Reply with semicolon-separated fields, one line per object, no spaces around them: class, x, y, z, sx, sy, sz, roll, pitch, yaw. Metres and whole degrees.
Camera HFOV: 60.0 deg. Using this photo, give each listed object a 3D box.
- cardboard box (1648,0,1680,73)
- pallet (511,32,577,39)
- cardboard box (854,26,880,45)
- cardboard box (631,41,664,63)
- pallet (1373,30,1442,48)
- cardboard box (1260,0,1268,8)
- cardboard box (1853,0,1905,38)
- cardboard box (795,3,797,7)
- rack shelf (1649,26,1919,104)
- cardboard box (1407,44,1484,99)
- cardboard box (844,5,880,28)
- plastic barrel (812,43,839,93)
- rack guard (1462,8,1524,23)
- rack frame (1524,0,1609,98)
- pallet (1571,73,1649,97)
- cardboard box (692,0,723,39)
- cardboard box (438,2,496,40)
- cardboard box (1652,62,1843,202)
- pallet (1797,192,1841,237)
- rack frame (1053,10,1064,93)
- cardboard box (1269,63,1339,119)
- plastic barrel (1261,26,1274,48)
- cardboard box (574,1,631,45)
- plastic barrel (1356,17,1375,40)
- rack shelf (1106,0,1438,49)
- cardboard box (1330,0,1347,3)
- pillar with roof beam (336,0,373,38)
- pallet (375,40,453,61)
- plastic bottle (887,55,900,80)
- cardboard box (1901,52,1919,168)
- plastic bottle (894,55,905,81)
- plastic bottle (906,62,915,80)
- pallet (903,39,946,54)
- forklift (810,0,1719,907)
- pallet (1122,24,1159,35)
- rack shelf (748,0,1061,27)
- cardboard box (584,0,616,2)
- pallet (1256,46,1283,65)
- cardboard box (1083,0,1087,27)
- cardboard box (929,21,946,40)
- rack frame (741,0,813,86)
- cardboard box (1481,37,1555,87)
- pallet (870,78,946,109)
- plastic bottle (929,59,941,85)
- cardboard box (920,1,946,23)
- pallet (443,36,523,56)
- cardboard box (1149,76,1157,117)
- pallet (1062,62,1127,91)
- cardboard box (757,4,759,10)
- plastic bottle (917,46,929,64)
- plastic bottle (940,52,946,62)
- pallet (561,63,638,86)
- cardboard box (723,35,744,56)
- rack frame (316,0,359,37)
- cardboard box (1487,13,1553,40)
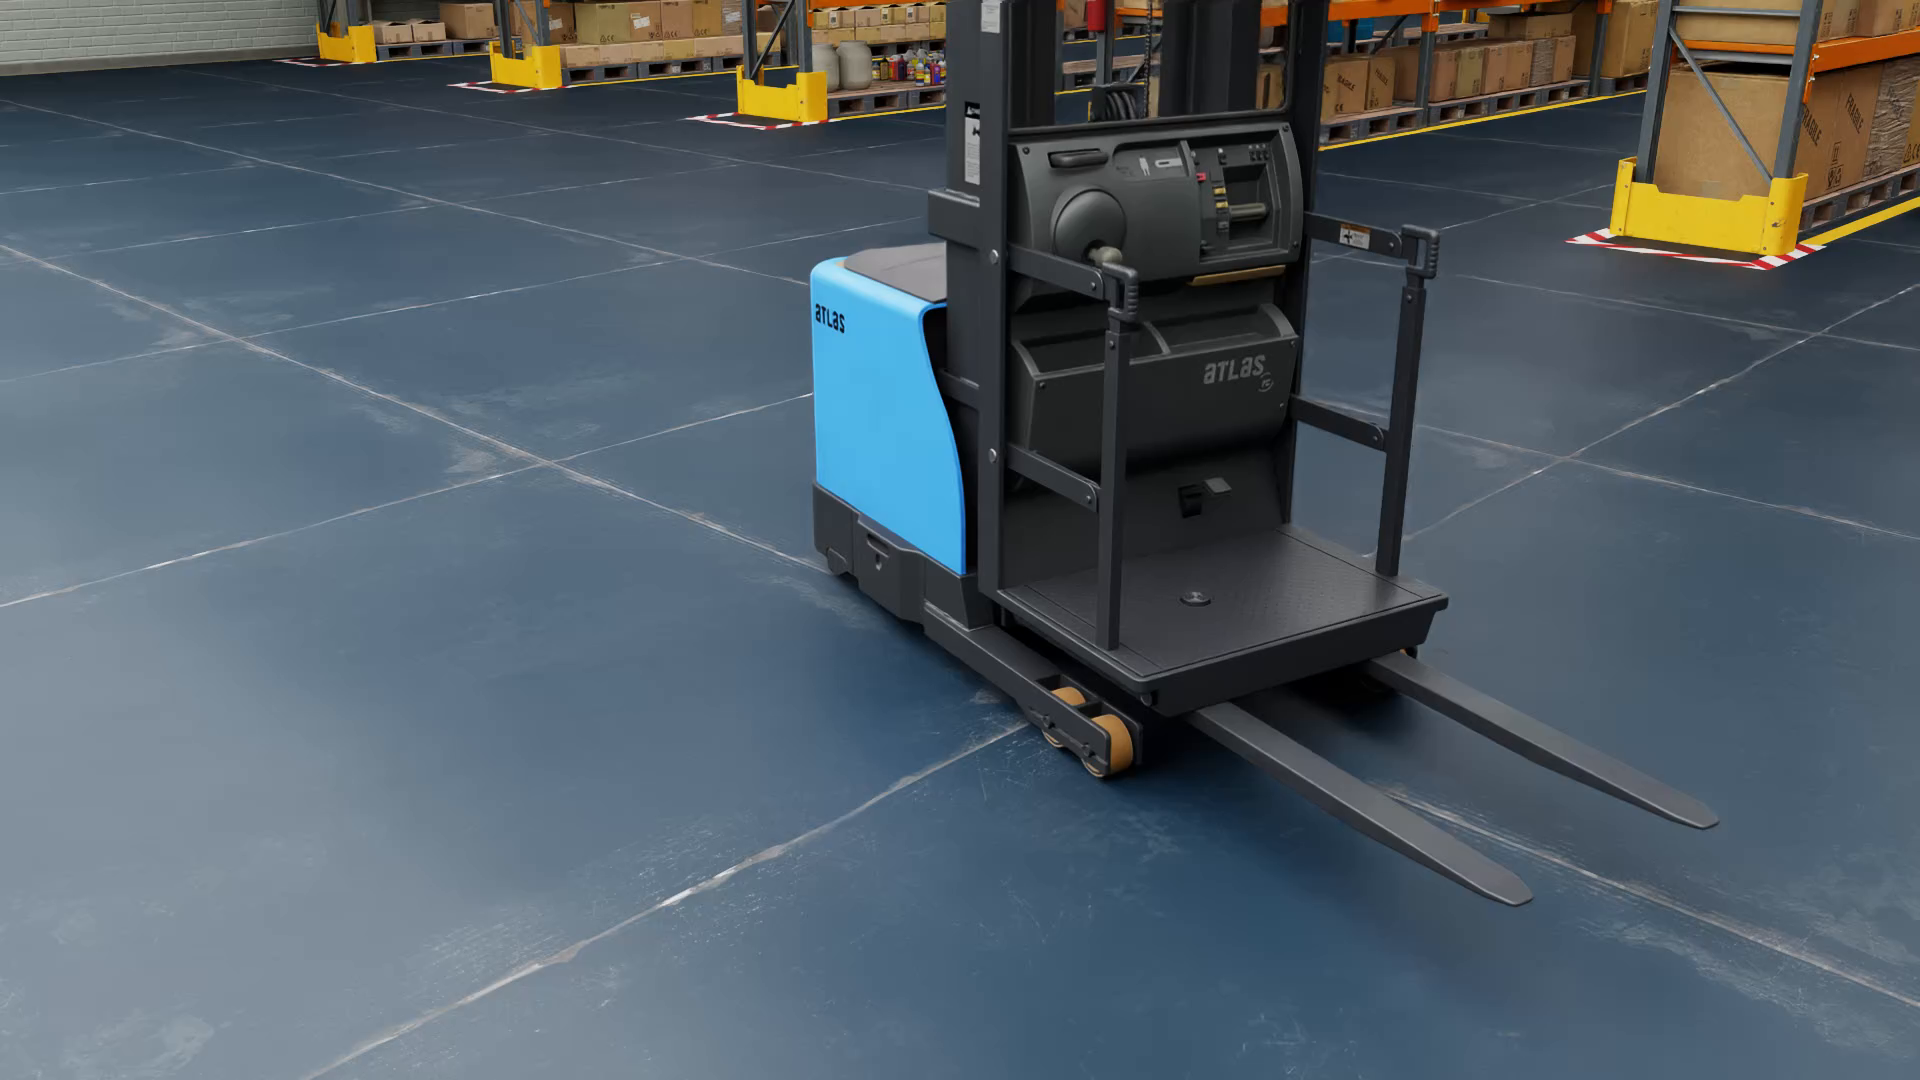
cardboard box;8.309;-6.382;20.874;1.225;0.875;0.875;19;28;41
pallet;-6.695;-7.986;26.558;1.003;0.211;1.213;19;28;41
cardboard box;-1.524;-7.450;24.523;0.500;0.250;0.500;18;28;39
cardboard box;-4.261;-6.455;21.935;0.500;0.250;0.500;19;28;41
pallet;6.913;-7.943;26.447;1.003;0.211;1.213;19;28;41
cardboard box;2.507;-4.808;14.752;0.380;0.149;0.250;19;28;41
cardboard box;6.163;-3.891;11.807;0.875;0.550;0.550;19;28;41
cardboard box;-2.264;-7.716;24.434;0.500;0.311;0.500;-19;28;-41
rack shelf;6.483;-3.633;12.348;1.077;0.370;4.000;19;28;41
cardboard box;5.185;-5.059;17.927;0.700;0.500;0.500;19;28;40
cardboard box;-1.520;-7.709;24.417;0.500;0.311;0.500;18;27;39
plastic barrel;-1.539;-5.185;18.265;0.421;0.512;0.421;0;21;0
rack guard;9.225;-8.917;28.577;1.175;0.500;0.348;19;28;41
rack frame;7.186;-6.778;19.529;1.000;3.000;0.127;19;28;41
pallet;7.790;-5.661;20.507;1.003;0.211;1.213;19;28;41
cardboard box;-3.570;-7.064;22.474;0.500;0.500;0.500;19;28;41
cardboard box;-7.550;-7.958;25.468;0.700;0.500;0.500;17;27;37
cardboard box;5.514;-2.850;11.684;0.875;0.875;0.875;19;28;41
pallet;5.590;-2.378;11.967;1.003;0.211;1.213;19;28;41
rack frame;0.847;-6.990;20.079;1.000;3.000;0.127;19;28;41
cardboard box;3.317;-4.358;16.131;0.500;0.500;0.500;16;26;36
plastic barrel;4.296;-7.350;23.899;0.421;0.512;0.421;0;21;0
cardboard box;-4.609;-6.676;21.465;0.500;0.500;0.500;19;28;41
plastic barrel;6.036;-8.127;25.378;0.600;0.901;0.708;19;28;41
rack shelf;3.000;-4.900;15.645;1.077;0.370;4.000;19;28;41
cardboard box;3.399;-5.122;15.570;0.380;0.149;0.250;19;28;41
pillar with roof beam;-6.089;-10.560;21.007;9.100;9.000;0.400;19;28;41
pallet;-8.397;-7.359;24.926;1.003;0.211;1.213;19;28;41
plastic bottle;-0.781;-5.535;19.478;0.152;0.276;0.135;20;28;41
cardboard box;7.390;-3.543;13.487;0.875;0.875;0.875;-20;28;-41
plastic bottle;-0.705;-5.512;19.408;0.061;0.283;0.133;19;28;41
plastic bottle;-0.582;-5.510;19.516;0.097;0.201;0.097;0;21;0
pallet;-0.512;-7.755;25.957;1.003;0.211;1.213;19;28;41
forklift;0.674;-0.925;4.397;1.130;2.935;3.031;-12;24;-28
pallet;3.361;-9.161;29.616;1.003;0.211;1.213;19;28;41
rack shelf;-0.549;-6.140;18.871;1.077;0.370;4.000;19;28;41
cardboard box;-4.642;-6.938;22.146;0.500;0.500;0.500;19;28;41
pallet;4.157;-6.929;23.809;1.003;0.211;1.213;19;28;41
cardboard box;2.041;-8.873;27.850;0.500;0.500;0.500;20;29;41
cardboard box;-0.459;-7.842;25.542;0.500;0.250;0.500;19;28;40
rack frame;-1.944;-5.962;17.404;1.000;3.000;0.127;19;28;41
cardboard box;6.355;-5.494;19.058;0.700;0.500;0.500;16;26;36
pallet;-0.503;-5.211;19.337;1.003;0.211;1.213;19;28;41
plastic bottle;-0.285;-5.341;18.961;0.133;0.283;0.061;-20;28;-41
cardboard box;-0.456;-8.101;25.437;0.500;0.311;0.500;19;28;40
pallet;-7.546;-7.671;25.738;1.003;0.211;1.213;19;28;41
cardboard box;2.053;-3.907;14.959;0.500;0.500;0.500;-14;25;-32
pallet;1.367;-5.900;21.130;1.003;0.211;1.213;19;28;41
cardboard box;-3.926;-9.338;29.059;0.500;0.500;0.700;-20;29;-41
plastic bottle;-0.442;-5.697;19.795;0.144;0.351;0.185;19;28;40
plastic bottle;-0.221;-5.722;19.971;0.097;0.271;0.097;0;21;0
pallet;-4.987;-6.108;21.671;1.003;0.211;1.213;19;28;41
cardboard box;-3.223;-6.843;22.945;0.500;0.250;0.500;19;28;41
rack frame;-9.042;-8.441;23.855;1.000;3.000;0.127;19;28;41
cardboard box;6.377;-5.848;18.935;0.500;0.250;0.500;-16;26;-36
